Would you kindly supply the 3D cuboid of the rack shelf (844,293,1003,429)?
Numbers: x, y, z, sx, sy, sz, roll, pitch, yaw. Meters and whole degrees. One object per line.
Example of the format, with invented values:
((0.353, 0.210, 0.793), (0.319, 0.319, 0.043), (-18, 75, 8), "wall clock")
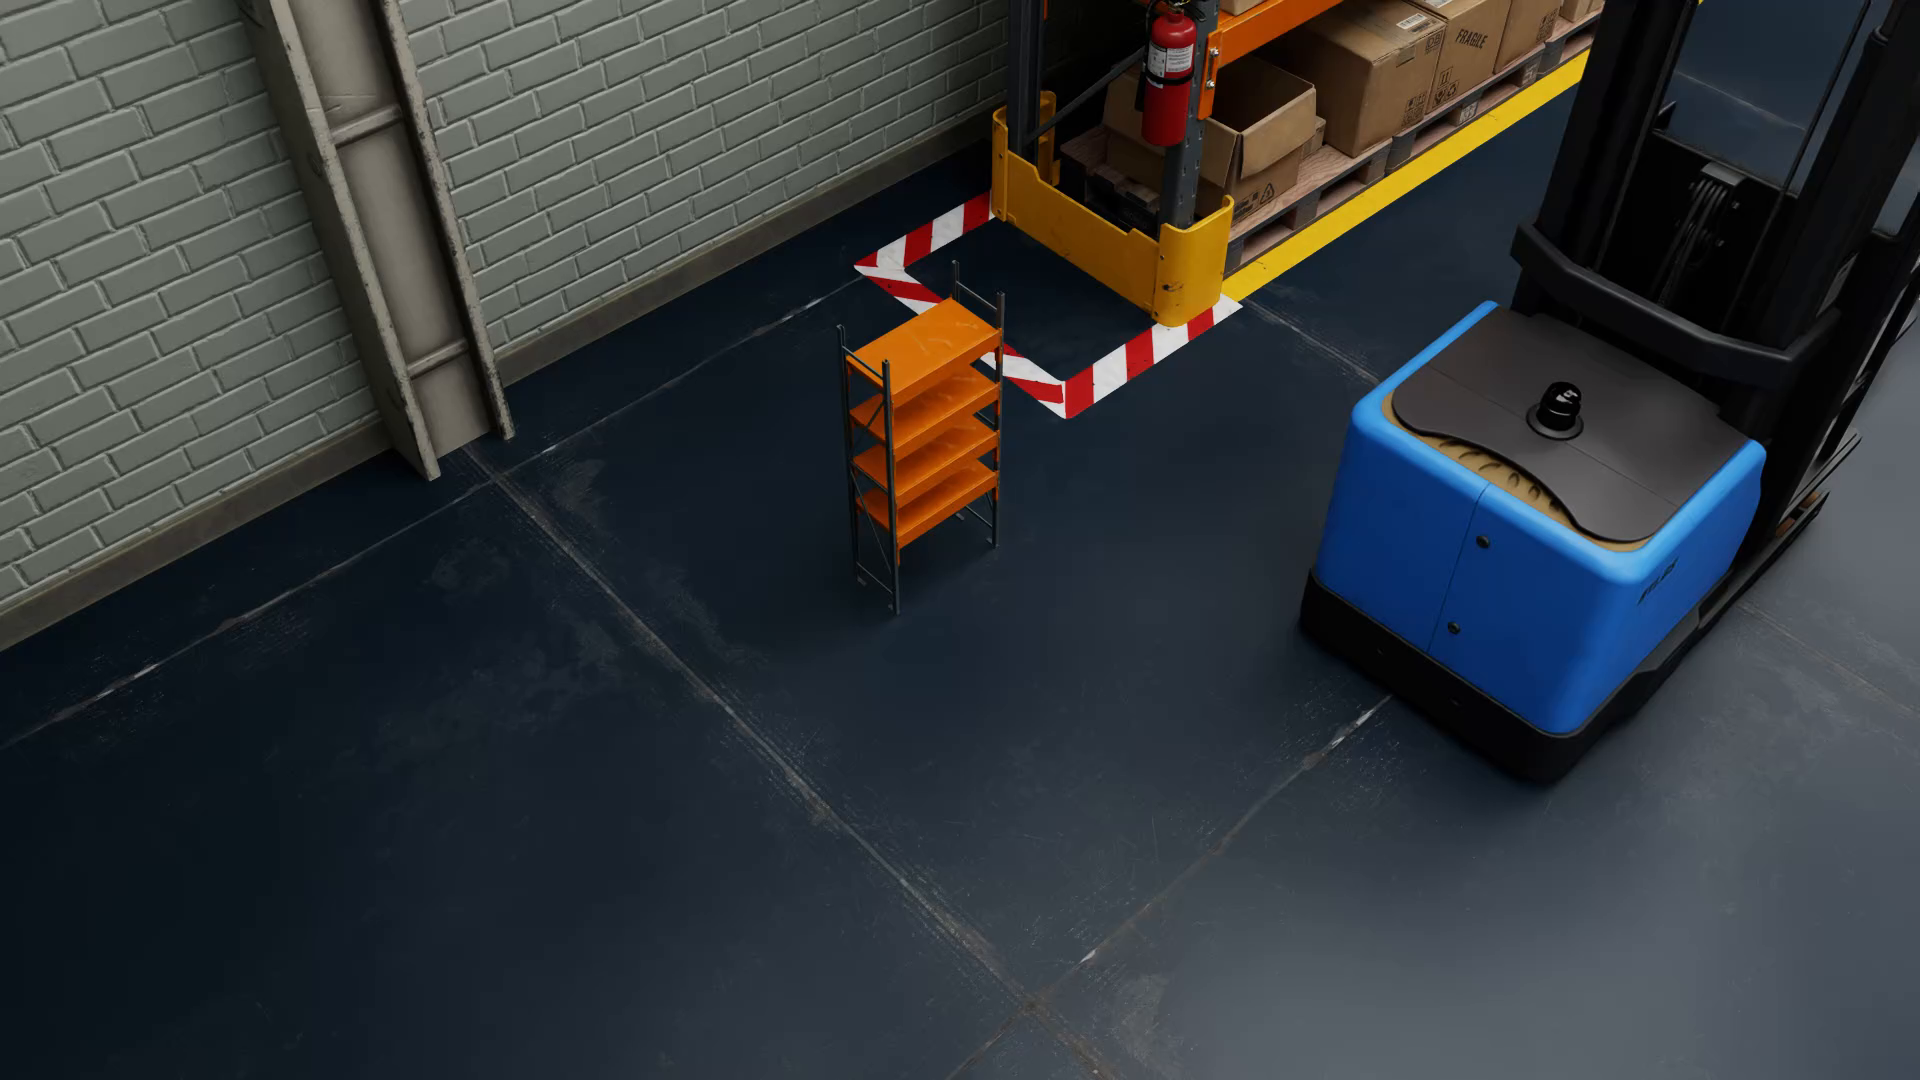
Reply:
((-0.122, -0.591, 5.445), (0.480, 0.148, 0.258), (-34, 56, -27), "rack shelf")

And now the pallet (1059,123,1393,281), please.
((1.226, -1.754, 7.725), (1.213, 0.211, 1.003), (-34, 56, -27), "pallet")

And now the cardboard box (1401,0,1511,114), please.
((2.214, -2.422, 7.859), (0.500, 0.500, 0.500), (-33, 55, -27), "cardboard box")

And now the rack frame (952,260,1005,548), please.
((0.058, -0.446, 5.845), (0.015, 1.200, 0.240), (-34, 56, -27), "rack frame")

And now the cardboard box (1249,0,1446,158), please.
((1.755, -2.215, 7.668), (0.500, 0.500, 0.700), (-32, 55, -26), "cardboard box")

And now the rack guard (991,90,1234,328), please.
((0.637, -1.458, 7.255), (0.348, 0.500, 1.175), (-34, 56, -27), "rack guard")

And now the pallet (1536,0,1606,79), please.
((3.031, -2.961, 8.838), (1.213, 0.211, 1.003), (-34, 56, -27), "pallet")

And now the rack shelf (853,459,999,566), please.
((-0.122, -0.145, 5.929), (0.480, 0.148, 0.258), (-34, 56, -27), "rack shelf")

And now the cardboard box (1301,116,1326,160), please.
((1.437, -1.883, 7.601), (0.250, 0.149, 0.380), (-36, 57, -28), "cardboard box")

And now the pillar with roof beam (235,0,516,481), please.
((0.875, -1.118, 1.159), (0.400, 9.000, 9.100), (-34, 56, -27), "pillar with roof beam")

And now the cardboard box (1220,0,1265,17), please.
((1.008, -2.196, 6.406), (0.250, 0.149, 0.380), (-34, 56, -27), "cardboard box")

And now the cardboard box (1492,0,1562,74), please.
((2.523, -2.728, 8.141), (0.500, 0.500, 0.700), (-36, 57, -28), "cardboard box")

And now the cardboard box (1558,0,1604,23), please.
((3.061, -2.849, 8.412), (0.258, 0.266, 0.396), (-32, 55, -26), "cardboard box")

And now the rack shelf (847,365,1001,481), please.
((-0.122, -0.431, 5.619), (0.480, 0.148, 0.258), (-34, 56, -27), "rack shelf")

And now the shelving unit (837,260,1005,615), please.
((-0.122, -0.325, 5.734), (0.503, 1.200, 0.258), (-34, 56, -27), "shelving unit")

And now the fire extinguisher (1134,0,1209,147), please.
((0.783, -1.791, 6.168), (0.183, 0.674, 0.296), (-34, 56, -27), "fire extinguisher")

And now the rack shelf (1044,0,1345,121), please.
((2.060, -3.013, 7.478), (4.000, 0.370, 1.077), (-34, 56, -27), "rack shelf")

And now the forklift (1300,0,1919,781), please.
((2.612, -1.181, 5.345), (3.031, 2.935, 1.130), (-36, 57, -28), "forklift")

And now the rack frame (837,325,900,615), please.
((-0.303, -0.204, 5.622), (0.015, 1.200, 0.240), (-34, 56, -27), "rack frame")

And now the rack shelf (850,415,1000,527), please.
((-0.122, -0.279, 5.783), (0.480, 0.148, 0.258), (-34, 56, -27), "rack shelf")

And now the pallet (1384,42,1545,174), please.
((2.128, -2.354, 8.279), (1.213, 0.211, 1.003), (-34, 56, -27), "pallet")

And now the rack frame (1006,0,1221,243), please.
((0.580, -2.268, 6.301), (0.127, 3.000, 1.000), (-34, 56, -27), "rack frame")

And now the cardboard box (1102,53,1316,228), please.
((1.097, -1.815, 7.296), (0.637, 0.503, 0.797), (-36, 57, -28), "cardboard box")
